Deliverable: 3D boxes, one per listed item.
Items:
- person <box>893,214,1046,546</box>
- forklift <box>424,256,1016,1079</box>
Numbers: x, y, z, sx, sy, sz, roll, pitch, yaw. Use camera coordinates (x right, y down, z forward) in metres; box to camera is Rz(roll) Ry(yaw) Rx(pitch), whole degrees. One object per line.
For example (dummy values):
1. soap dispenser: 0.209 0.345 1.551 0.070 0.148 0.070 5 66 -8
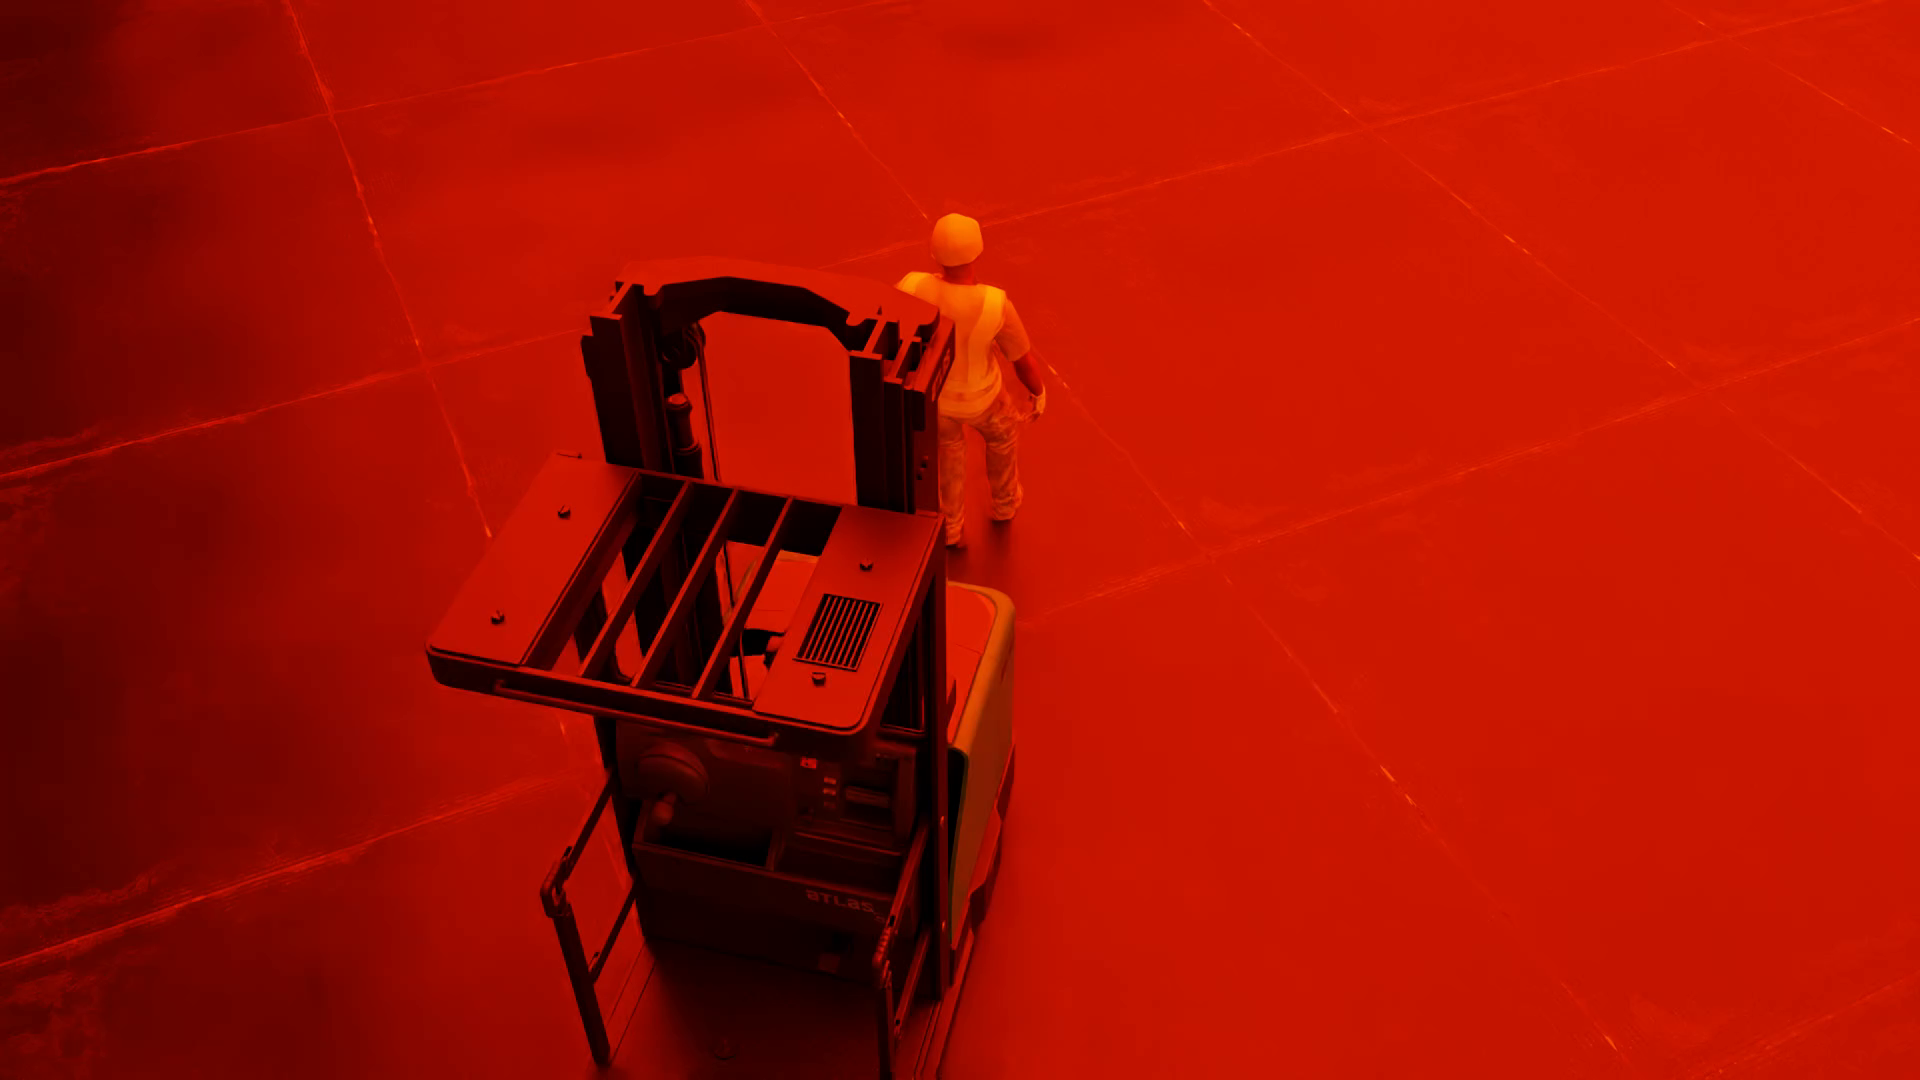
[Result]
1. person: 0.050 -0.746 7.356 0.727 1.760 0.651 13 45 14
2. forklift: -0.636 0.797 4.826 1.130 2.935 3.031 10 44 10
